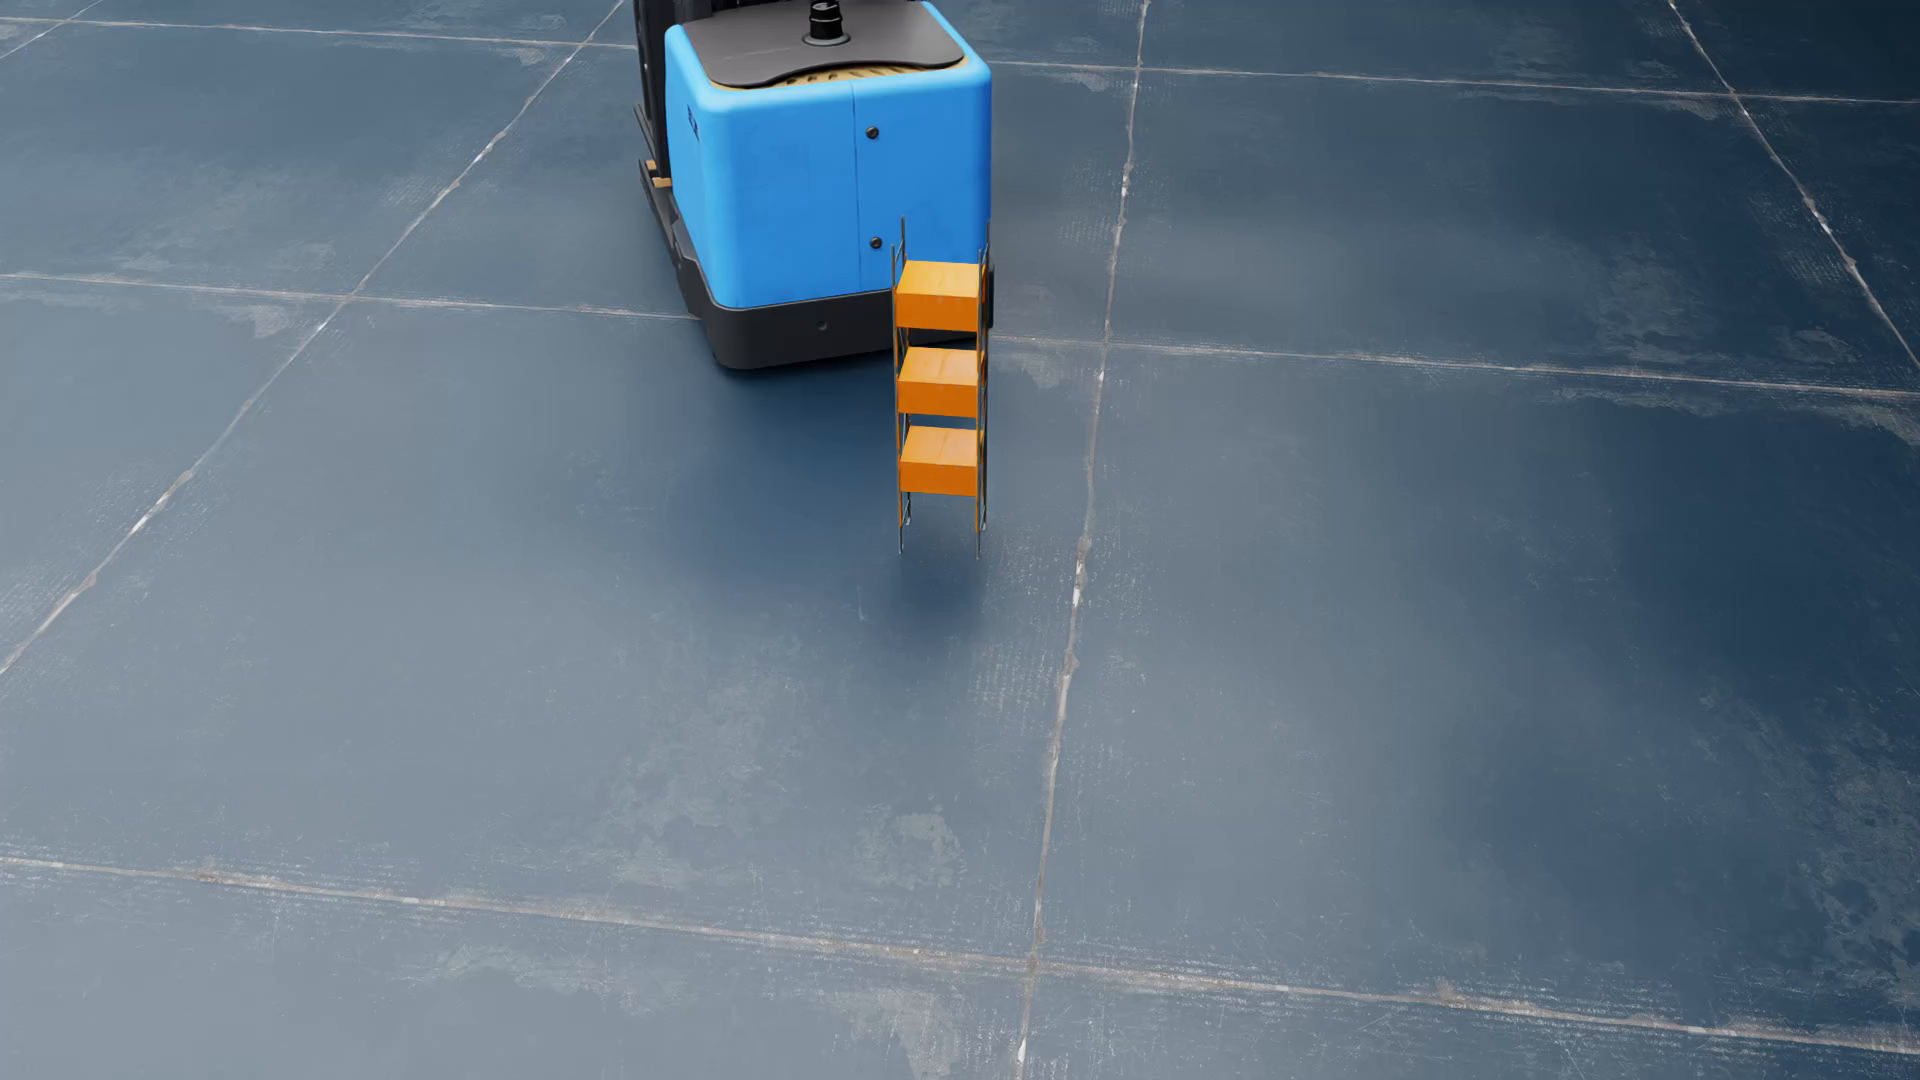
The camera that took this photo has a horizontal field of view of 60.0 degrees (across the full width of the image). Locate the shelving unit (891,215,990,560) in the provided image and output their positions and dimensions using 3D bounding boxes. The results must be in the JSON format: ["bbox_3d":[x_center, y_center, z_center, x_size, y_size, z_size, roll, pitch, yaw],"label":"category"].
[{"bbox_3d":[-0.053,-0.431,4.951,0.252,1.050,0.215,4,36,6],"label":"shelving unit"}]

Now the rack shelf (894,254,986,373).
[{"bbox_3d":[-0.053,-0.654,4.792,0.240,0.259,0.215,4,36,6],"label":"rack shelf"}]

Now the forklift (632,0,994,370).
[{"bbox_3d":[-0.787,-2.661,6.456,1.130,2.935,3.031,-10,37,-14],"label":"forklift"}]

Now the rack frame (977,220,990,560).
[{"bbox_3d":[0.068,-0.422,4.938,0.008,1.050,0.200,4,36,6],"label":"rack frame"}]

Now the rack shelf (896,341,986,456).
[{"bbox_3d":[-0.053,-0.423,4.957,0.240,0.259,0.215,4,36,6],"label":"rack shelf"}]

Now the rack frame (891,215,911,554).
[{"bbox_3d":[-0.174,-0.440,4.963,0.008,1.050,0.200,4,36,6],"label":"rack frame"}]

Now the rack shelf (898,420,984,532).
[{"bbox_3d":[-0.053,-0.196,5.118,0.240,0.259,0.215,4,36,6],"label":"rack shelf"}]
